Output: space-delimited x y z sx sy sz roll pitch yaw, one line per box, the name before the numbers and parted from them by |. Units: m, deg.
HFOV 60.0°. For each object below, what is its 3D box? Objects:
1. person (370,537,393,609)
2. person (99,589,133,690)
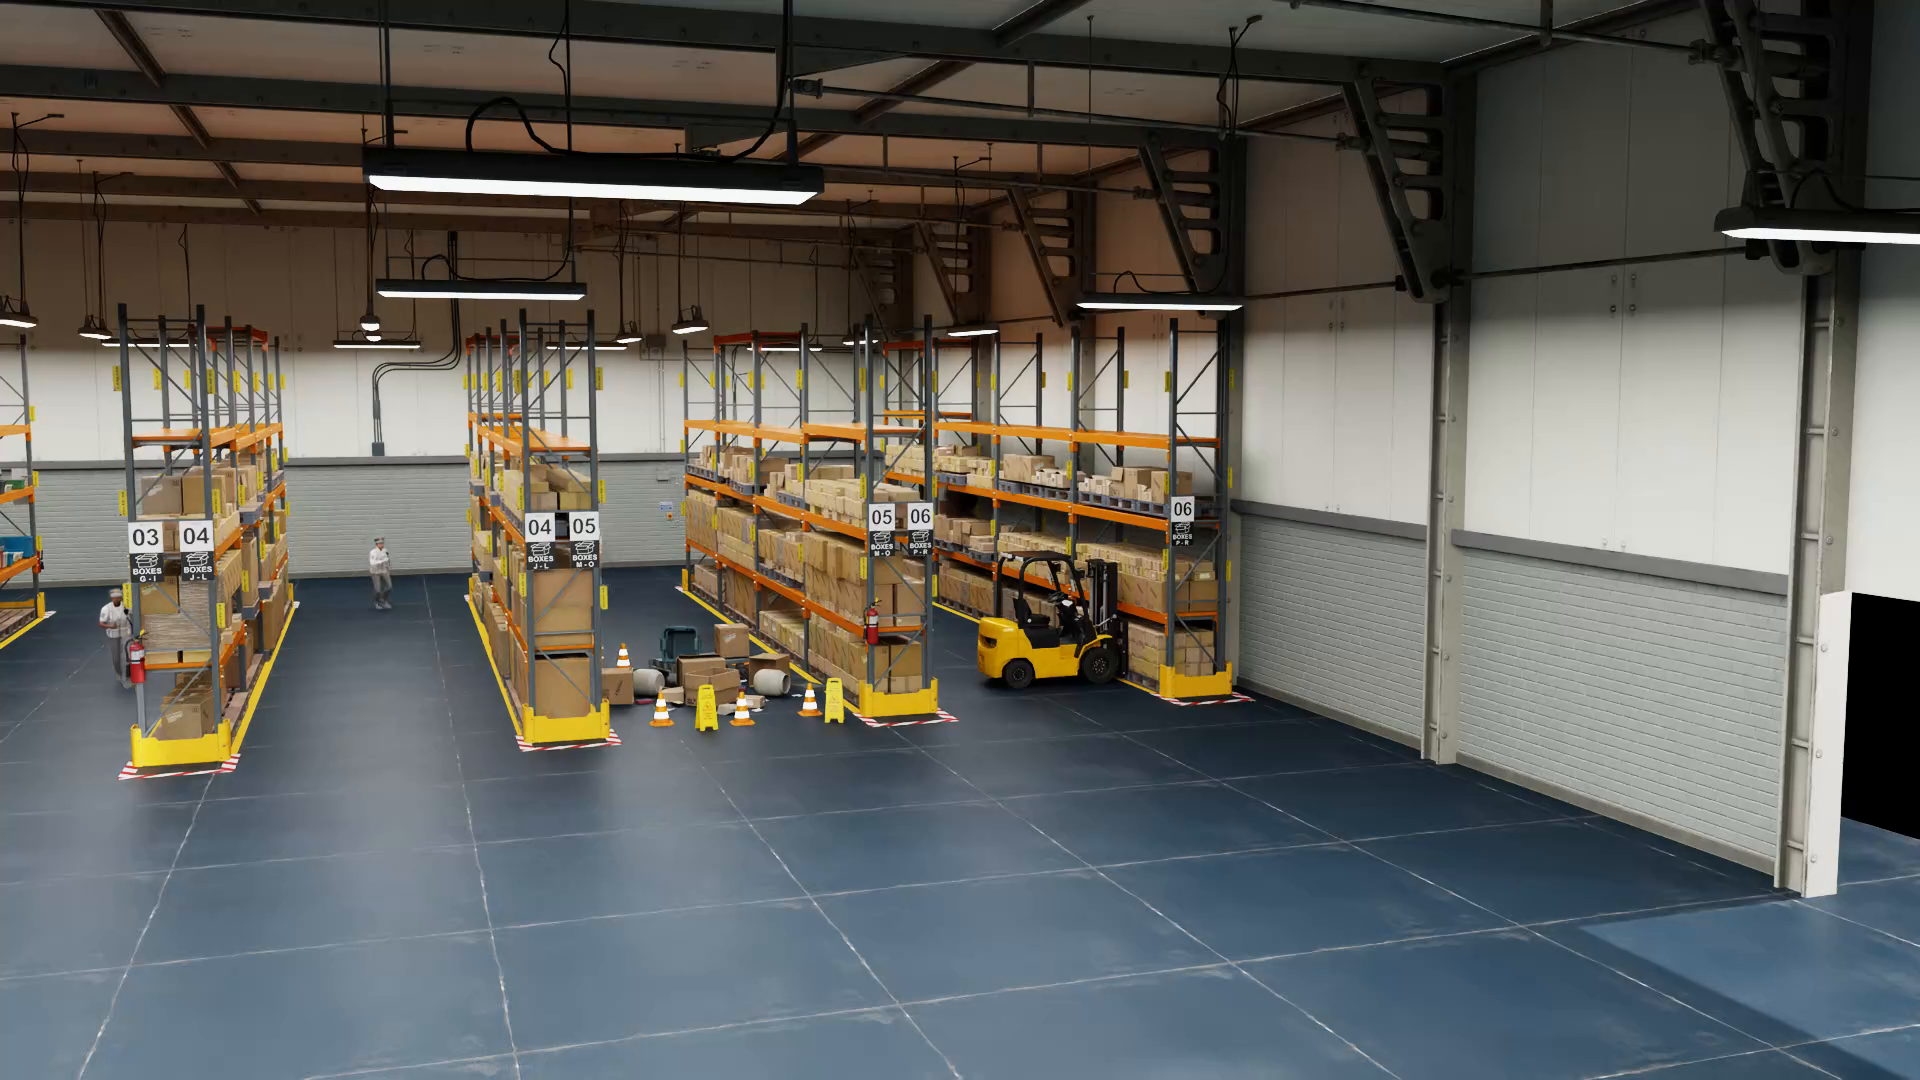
person | -12.724 0.739 36.458 0.555 1.641 0.838 -5 8 -44
person | -13.817 1.592 27.357 0.574 1.657 0.955 -2 6 -24
